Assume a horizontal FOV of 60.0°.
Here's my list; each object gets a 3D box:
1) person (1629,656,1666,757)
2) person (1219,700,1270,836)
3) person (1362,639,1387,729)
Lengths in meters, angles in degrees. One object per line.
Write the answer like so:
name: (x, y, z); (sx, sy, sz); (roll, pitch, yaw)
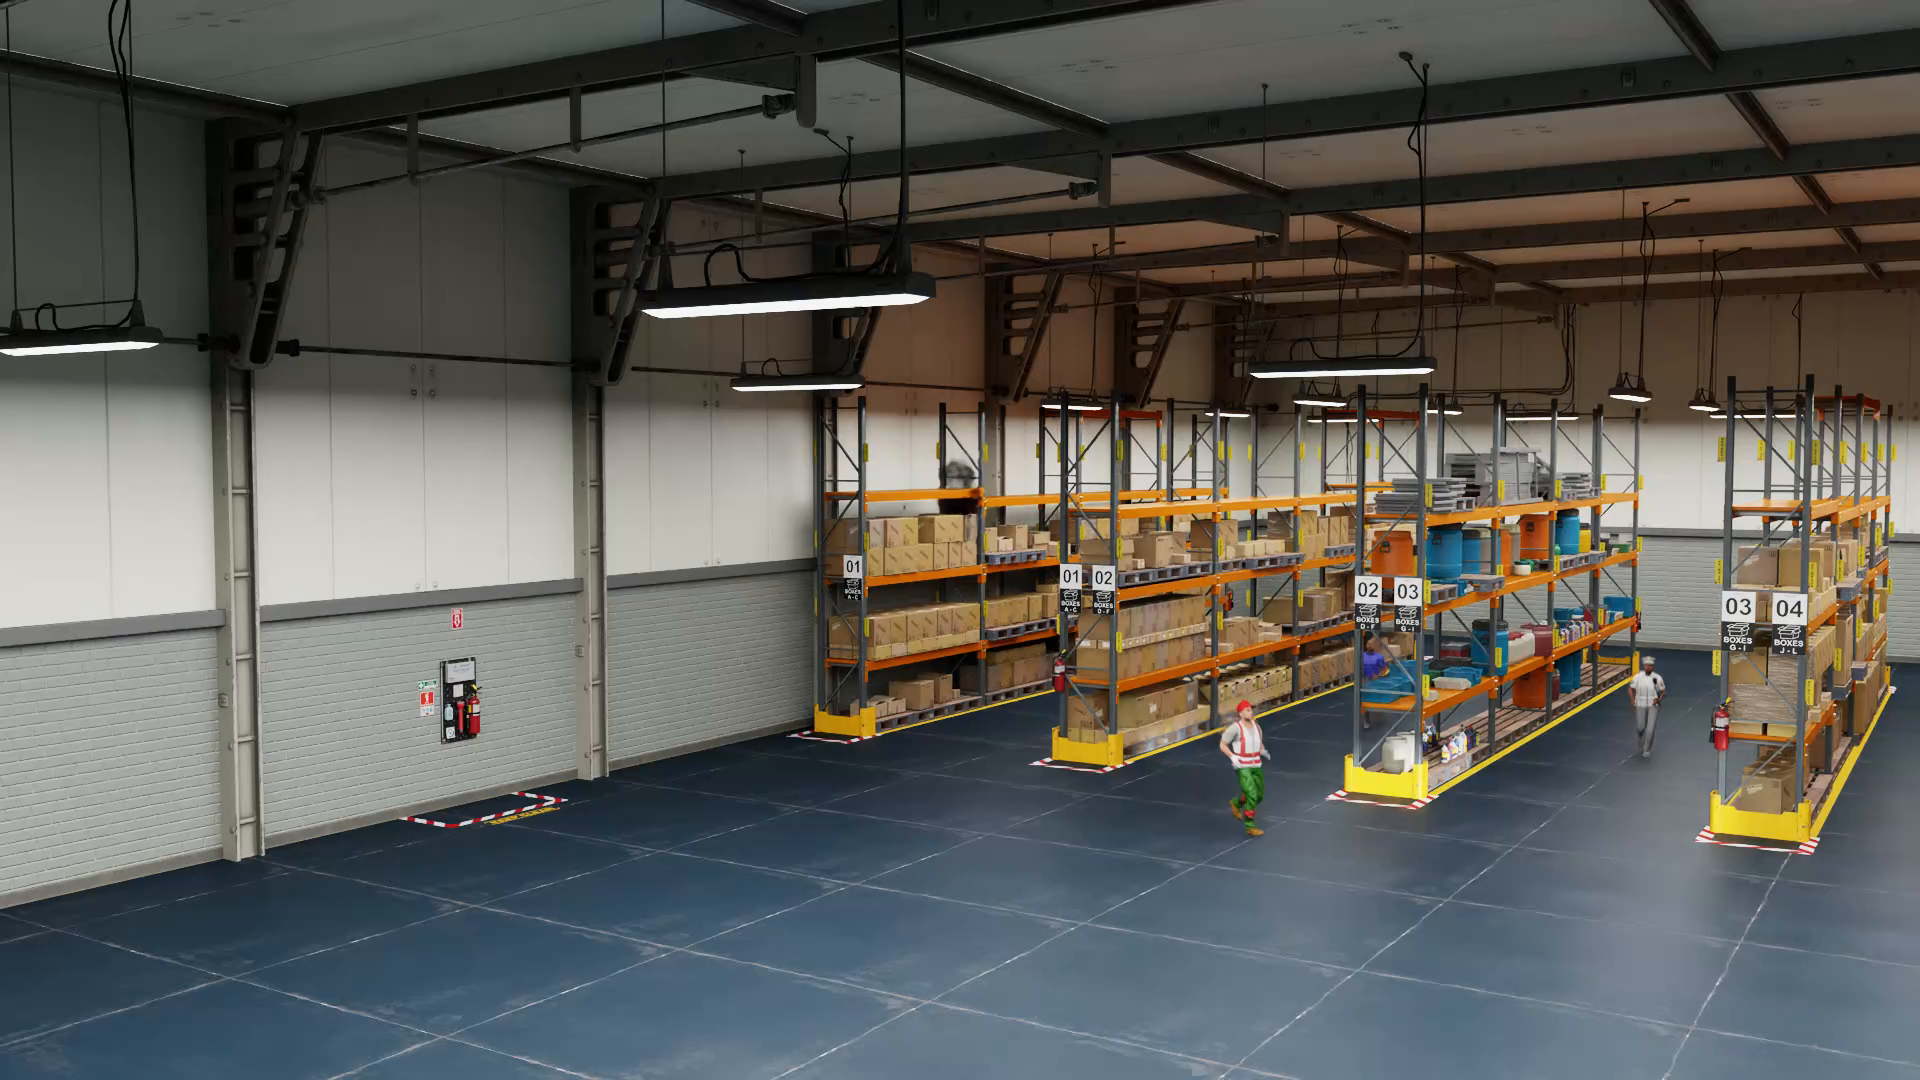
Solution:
person: (11.327, 2.741, 27.413); (0.575, 1.657, 0.559); (1, 3, 22)
person: (3.749, 2.979, 21.901); (0.661, 1.745, 0.754); (-2, 3, -30)
person: (7.473, 2.610, 30.307); (0.581, 1.597, 0.701); (1, 3, 24)
